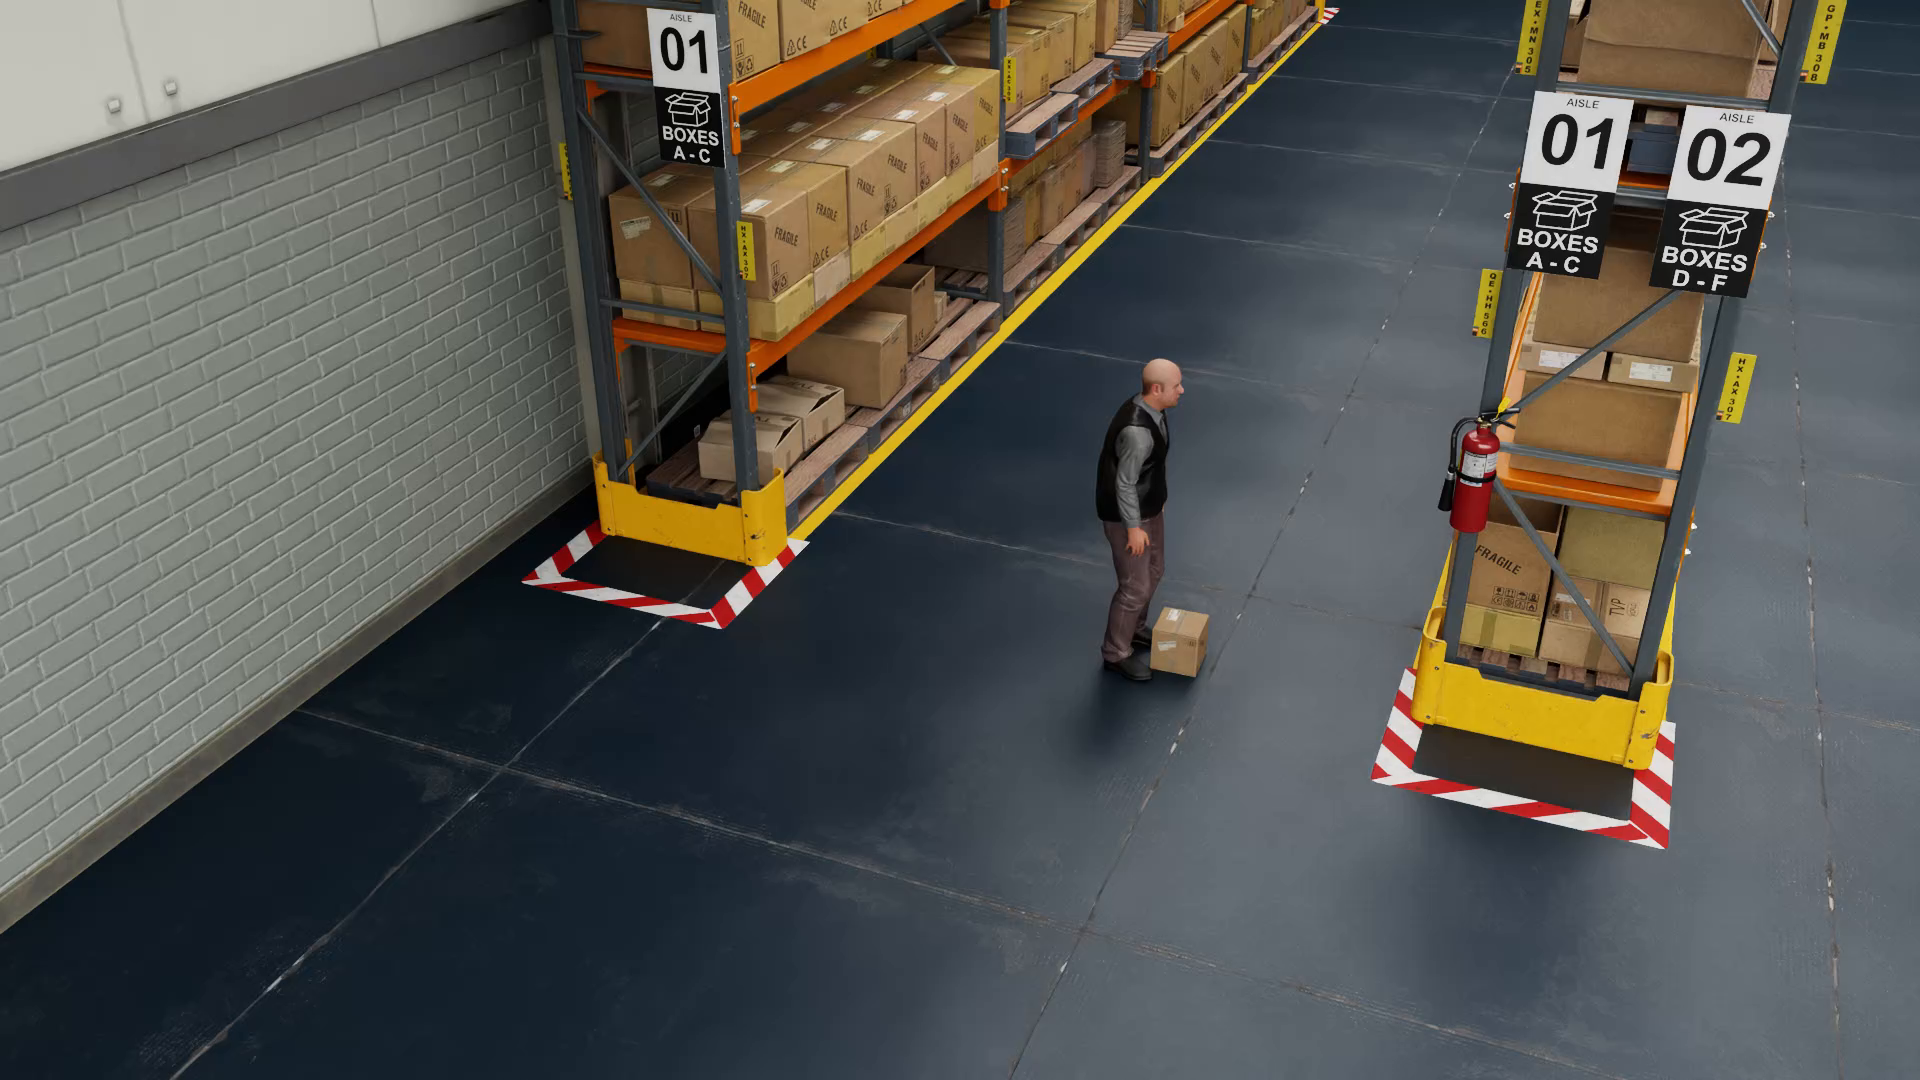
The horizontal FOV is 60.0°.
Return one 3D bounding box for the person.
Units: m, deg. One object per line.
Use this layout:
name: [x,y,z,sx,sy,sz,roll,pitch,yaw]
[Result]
person: [0.922,-0.145,8.681,0.424,1.720,0.593,9,31,16]
